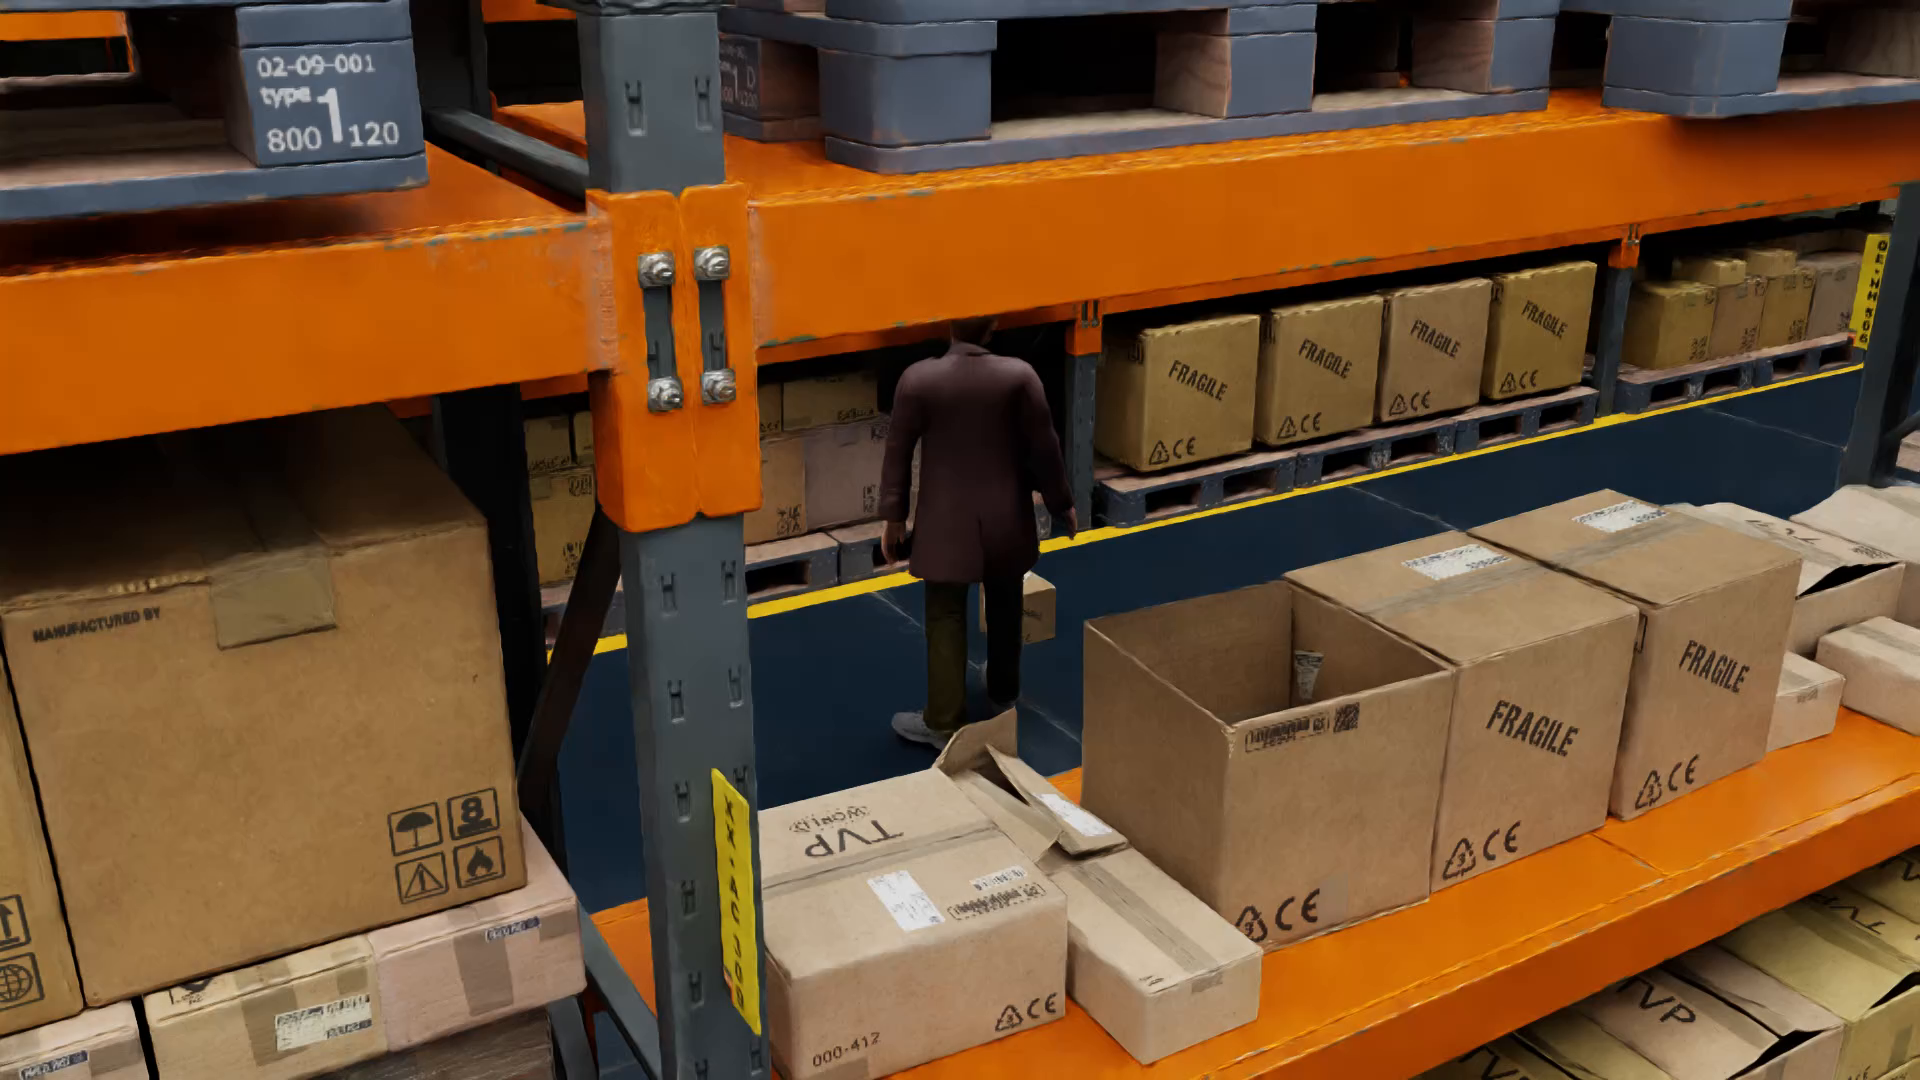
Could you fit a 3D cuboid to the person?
[{"bbox_3d":[0.063,-0.121,6.346,0.767,1.775,0.670,-2,22,-6],"label":"person"}]
